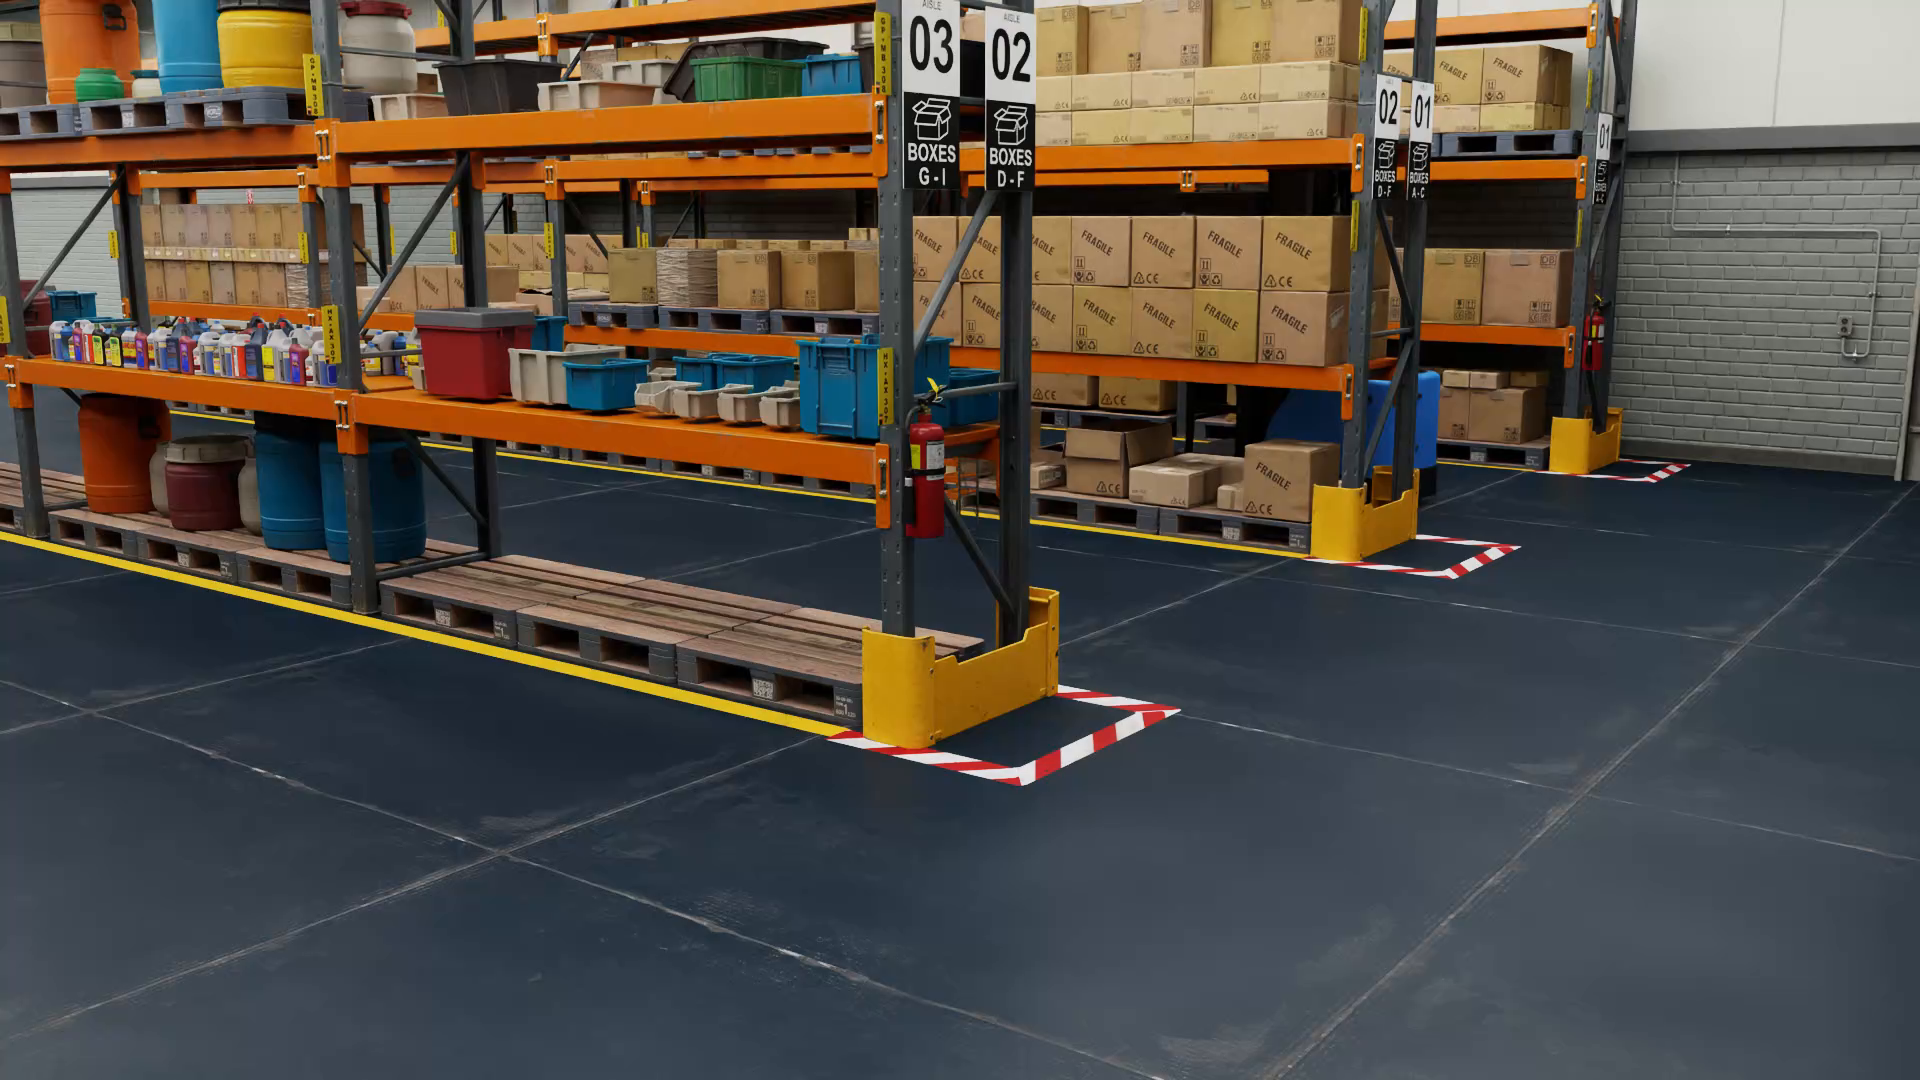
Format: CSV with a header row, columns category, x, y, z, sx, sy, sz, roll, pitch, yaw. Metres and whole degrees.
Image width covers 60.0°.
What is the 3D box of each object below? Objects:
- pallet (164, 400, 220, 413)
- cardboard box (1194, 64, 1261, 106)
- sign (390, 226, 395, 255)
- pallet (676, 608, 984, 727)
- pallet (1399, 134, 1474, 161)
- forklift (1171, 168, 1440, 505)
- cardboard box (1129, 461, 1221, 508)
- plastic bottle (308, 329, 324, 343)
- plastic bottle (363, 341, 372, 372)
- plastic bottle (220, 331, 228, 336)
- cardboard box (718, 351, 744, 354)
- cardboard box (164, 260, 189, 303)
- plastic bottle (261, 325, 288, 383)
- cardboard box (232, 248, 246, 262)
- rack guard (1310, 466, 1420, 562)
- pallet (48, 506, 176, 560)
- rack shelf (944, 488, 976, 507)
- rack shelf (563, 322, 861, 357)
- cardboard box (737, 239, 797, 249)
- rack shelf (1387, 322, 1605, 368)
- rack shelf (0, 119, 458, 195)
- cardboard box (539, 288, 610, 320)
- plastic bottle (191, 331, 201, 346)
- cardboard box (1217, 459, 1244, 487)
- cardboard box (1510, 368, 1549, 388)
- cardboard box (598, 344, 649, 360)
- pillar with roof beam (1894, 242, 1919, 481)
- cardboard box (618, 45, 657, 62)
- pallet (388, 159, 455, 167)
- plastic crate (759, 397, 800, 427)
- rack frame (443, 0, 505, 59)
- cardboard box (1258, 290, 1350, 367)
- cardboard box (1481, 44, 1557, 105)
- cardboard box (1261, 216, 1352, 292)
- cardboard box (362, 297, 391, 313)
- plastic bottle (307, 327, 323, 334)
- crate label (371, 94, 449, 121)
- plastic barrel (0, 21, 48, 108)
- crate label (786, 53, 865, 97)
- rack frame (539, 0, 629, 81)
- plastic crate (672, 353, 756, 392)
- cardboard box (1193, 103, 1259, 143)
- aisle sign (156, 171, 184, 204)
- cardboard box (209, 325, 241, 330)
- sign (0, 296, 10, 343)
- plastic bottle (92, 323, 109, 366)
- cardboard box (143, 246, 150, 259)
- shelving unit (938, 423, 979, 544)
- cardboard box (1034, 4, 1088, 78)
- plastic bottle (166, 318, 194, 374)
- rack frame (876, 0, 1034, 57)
category,x,y,z,sx,sy,sz,roll,pitch,yaw
pallet,-9.324,-1.768,20.610,1.213,0.211,1.003,8,13,36
cardboard box,1.963,-3.137,11.527,0.500,0.250,0.500,8,13,36
sign,-6.428,-3.380,18.764,0.005,0.325,0.100,8,13,36
pallet,-0.646,0.611,8.315,1.213,0.211,1.003,8,13,36
pallet,4.269,-3.824,16.235,1.213,0.211,1.003,8,13,36
forklift,2.440,-1.860,13.929,3.031,2.935,1.130,9,14,39
cardboard box,1.599,-0.418,12.374,0.500,0.250,0.500,8,13,36
plastic bottle,-4.212,-1.239,10.865,0.135,0.276,0.152,8,13,36
plastic bottle,-3.826,-1.191,10.813,0.097,0.201,0.097,0,11,0
plastic bottle,-5.213,-1.385,11.812,0.097,0.201,0.097,0,11,0
cardboard box,-2.763,-2.383,21.874,0.500,0.500,0.700,8,13,34
cardboard box,-9.170,-3.152,20.164,0.500,0.500,0.700,8,14,37
plastic bottle,-4.162,-1.138,10.145,0.185,0.351,0.144,8,13,36
cardboard box,-8.110,-3.275,19.088,0.250,0.149,0.380,8,14,37
rack guard,2.870,-0.199,11.740,0.348,0.500,1.175,8,13,36
pallet,-5.792,-0.107,12.029,1.213,0.211,1.003,8,13,36
rack shelf,-0.012,-0.311,11.978,0.180,0.103,0.258,8,13,36
rack shelf,-1.905,-1.739,15.013,4.000,0.370,1.077,8,13,36
cardboard box,-2.426,-3.595,21.291,0.500,0.500,0.700,10,15,43
rack shelf,4.248,-2.048,16.611,4.000,0.370,1.077,8,13,36
rack shelf,-4.840,-2.453,10.811,4.000,0.370,1.077,8,13,36
cardboard box,-3.784,-2.320,16.362,0.500,0.311,0.500,9,14,39
plastic bottle,-4.914,-1.213,10.740,0.097,0.271,0.097,0,11,0
cardboard box,2.258,-0.444,12.508,0.500,0.250,0.500,8,13,36
cardboard box,5.456,-1.553,15.929,0.250,0.149,0.380,8,14,36
cardboard box,-4.672,-2.624,23.121,0.500,0.500,0.500,7,13,31
pillar with roof beam,6.000,-4.291,10.519,0.400,9.000,9.100,8,13,36
cardboard box,-2.758,-4.222,15.163,0.500,0.500,0.500,8,13,36
pallet,-5.020,-3.885,16.811,1.213,0.211,1.003,9,14,38
plastic crate,-0.768,-0.623,7.890,0.243,0.136,0.396,8,13,36
rack frame,-7.036,-6.920,24.109,0.127,3.000,1.000,8,13,36
cardboard box,2.409,-1.475,11.493,0.500,0.500,0.500,8,14,37
cardboard box,5.109,-4.239,15.198,0.500,0.500,0.500,8,13,35
cardboard box,2.410,-1.965,11.395,0.500,0.500,0.500,8,13,35
cardboard box,-6.148,-2.512,17.779,0.250,0.149,0.380,8,13,36
plastic bottle,-4.309,-1.289,11.120,0.135,0.276,0.152,8,13,36
crate label,-3.005,-2.353,9.092,0.466,0.136,0.293,8,13,36
plastic barrel,-6.985,-3.403,12.506,0.600,0.901,0.600,0,11,0
crate label,-0.556,-2.212,8.062,0.502,0.251,0.408,8,13,36
rack frame,-3.517,-5.262,15.537,0.127,3.000,1.000,8,13,36
plastic crate,-1.311,-0.867,8.894,0.300,0.233,0.416,8,13,36
cardboard box,1.964,-2.892,11.577,0.500,0.250,0.500,8,13,36
aisle sign,-9.844,-4.545,20.780,0.004,0.787,0.394,8,13,36
cardboard box,-9.357,-2.426,20.830,0.500,0.500,0.500,8,13,36
sign,-6.772,-1.554,11.735,0.005,0.325,0.100,8,13,36
plastic bottle,-5.841,-1.329,11.311,0.133,0.283,0.061,8,13,36
cardboard box,-9.776,-3.507,20.287,0.250,0.149,0.380,8,13,35
shelving unit,-0.012,-0.591,11.924,0.189,1.200,0.258,8,13,36
cardboard box,0.847,-3.698,12.452,0.500,0.500,0.700,8,13,36
plastic bottle,-5.050,-1.262,10.785,0.185,0.351,0.144,8,13,36
rack frame,-0.004,-3.605,6.971,0.127,3.000,1.000,8,13,36
